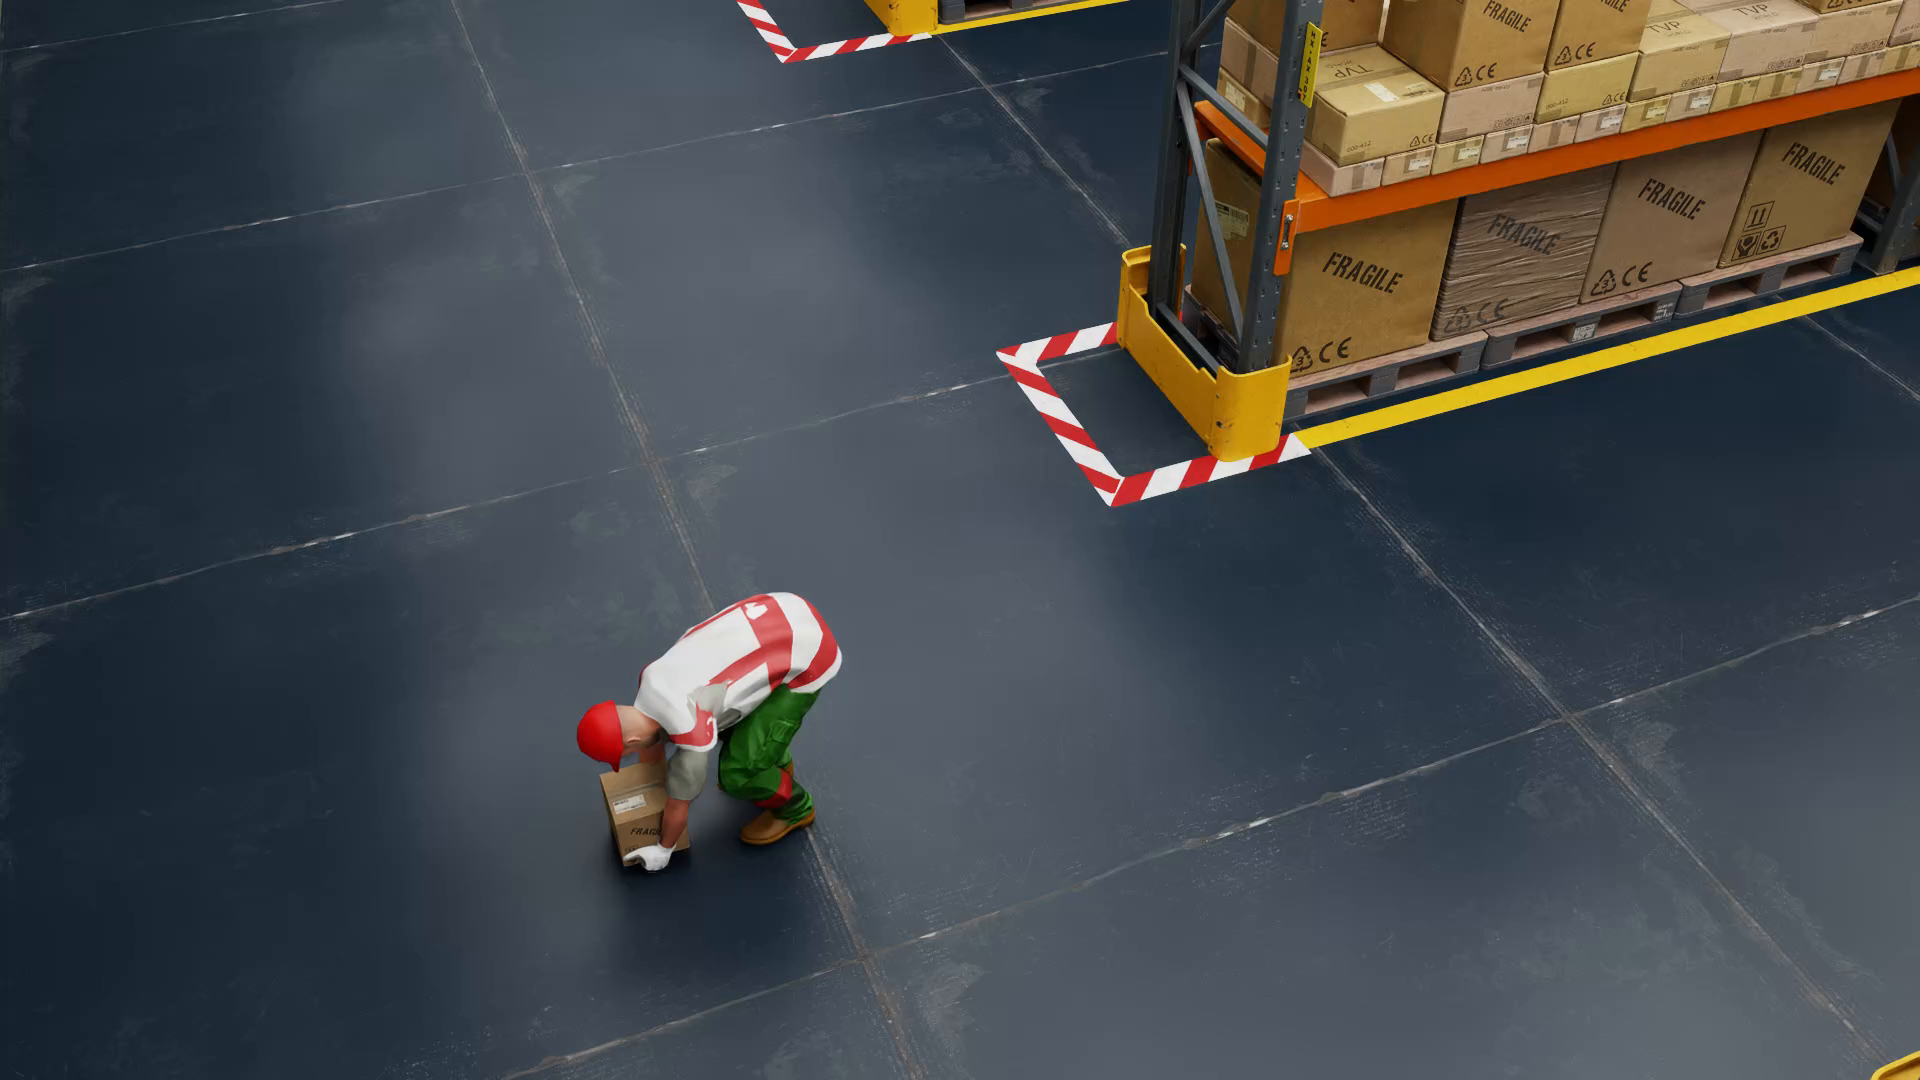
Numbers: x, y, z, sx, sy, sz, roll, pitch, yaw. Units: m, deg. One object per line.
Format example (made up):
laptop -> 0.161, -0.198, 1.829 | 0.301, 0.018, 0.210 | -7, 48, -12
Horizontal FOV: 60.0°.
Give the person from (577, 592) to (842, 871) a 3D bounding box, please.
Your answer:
person -> -0.890, 0.684, 5.991 | 0.949, 0.956, 0.501 | -17, 44, -19
